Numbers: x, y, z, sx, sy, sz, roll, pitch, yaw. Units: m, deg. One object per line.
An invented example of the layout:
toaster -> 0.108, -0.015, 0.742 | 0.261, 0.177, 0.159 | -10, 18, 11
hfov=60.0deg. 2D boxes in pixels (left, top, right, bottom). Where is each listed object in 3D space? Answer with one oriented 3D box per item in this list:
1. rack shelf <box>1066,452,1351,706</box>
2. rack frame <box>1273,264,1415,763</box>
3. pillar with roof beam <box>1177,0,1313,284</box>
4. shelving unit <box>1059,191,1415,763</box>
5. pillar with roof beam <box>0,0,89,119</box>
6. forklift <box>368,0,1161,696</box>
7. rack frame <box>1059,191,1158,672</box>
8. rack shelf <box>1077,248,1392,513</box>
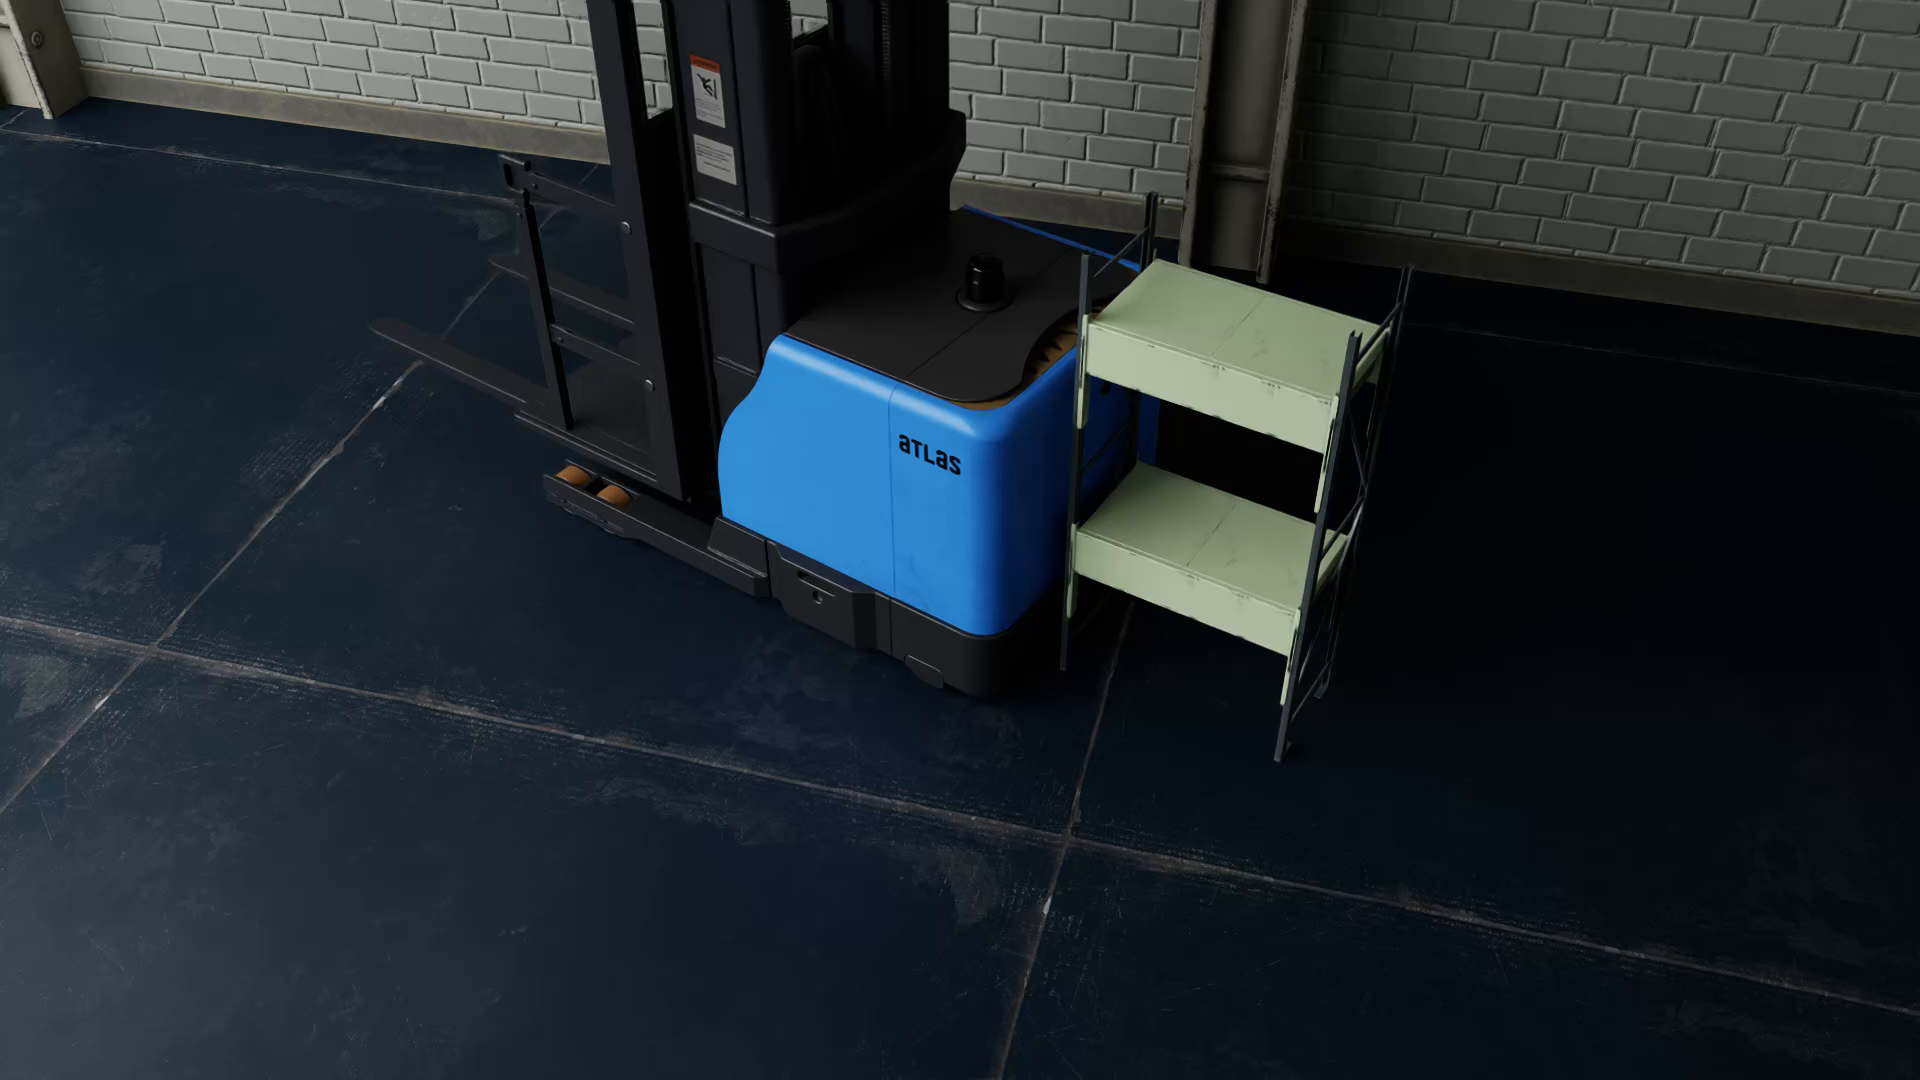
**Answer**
rack shelf -> 0.740, 0.104, 4.967 | 0.720, 0.370, 0.431 | 22, 45, 24
rack frame -> 1.051, -0.022, 4.610 | 0.023, 1.500, 0.400 | 22, 45, 24
pillar with roof beam -> 0.046, -1.983, 1.114 | 0.400, 9.000, 9.100 | 10, 41, 11
shelving unit -> 0.740, -0.146, 4.757 | 0.755, 1.500, 0.431 | 22, 45, 24
pillar with roof beam -> -5.750, -2.981, 2.302 | 0.400, 9.000, 9.100 | 10, 41, 11
forklift -> -0.843, -1.397, 5.135 | 3.031, 2.935, 1.130 | 24, 46, 26
rack frame -> 0.429, -0.270, 4.905 | 0.023, 1.500, 0.400 | 22, 45, 24
rack shelf -> 0.740, -0.445, 4.506 | 0.720, 0.370, 0.431 | 22, 45, 24
